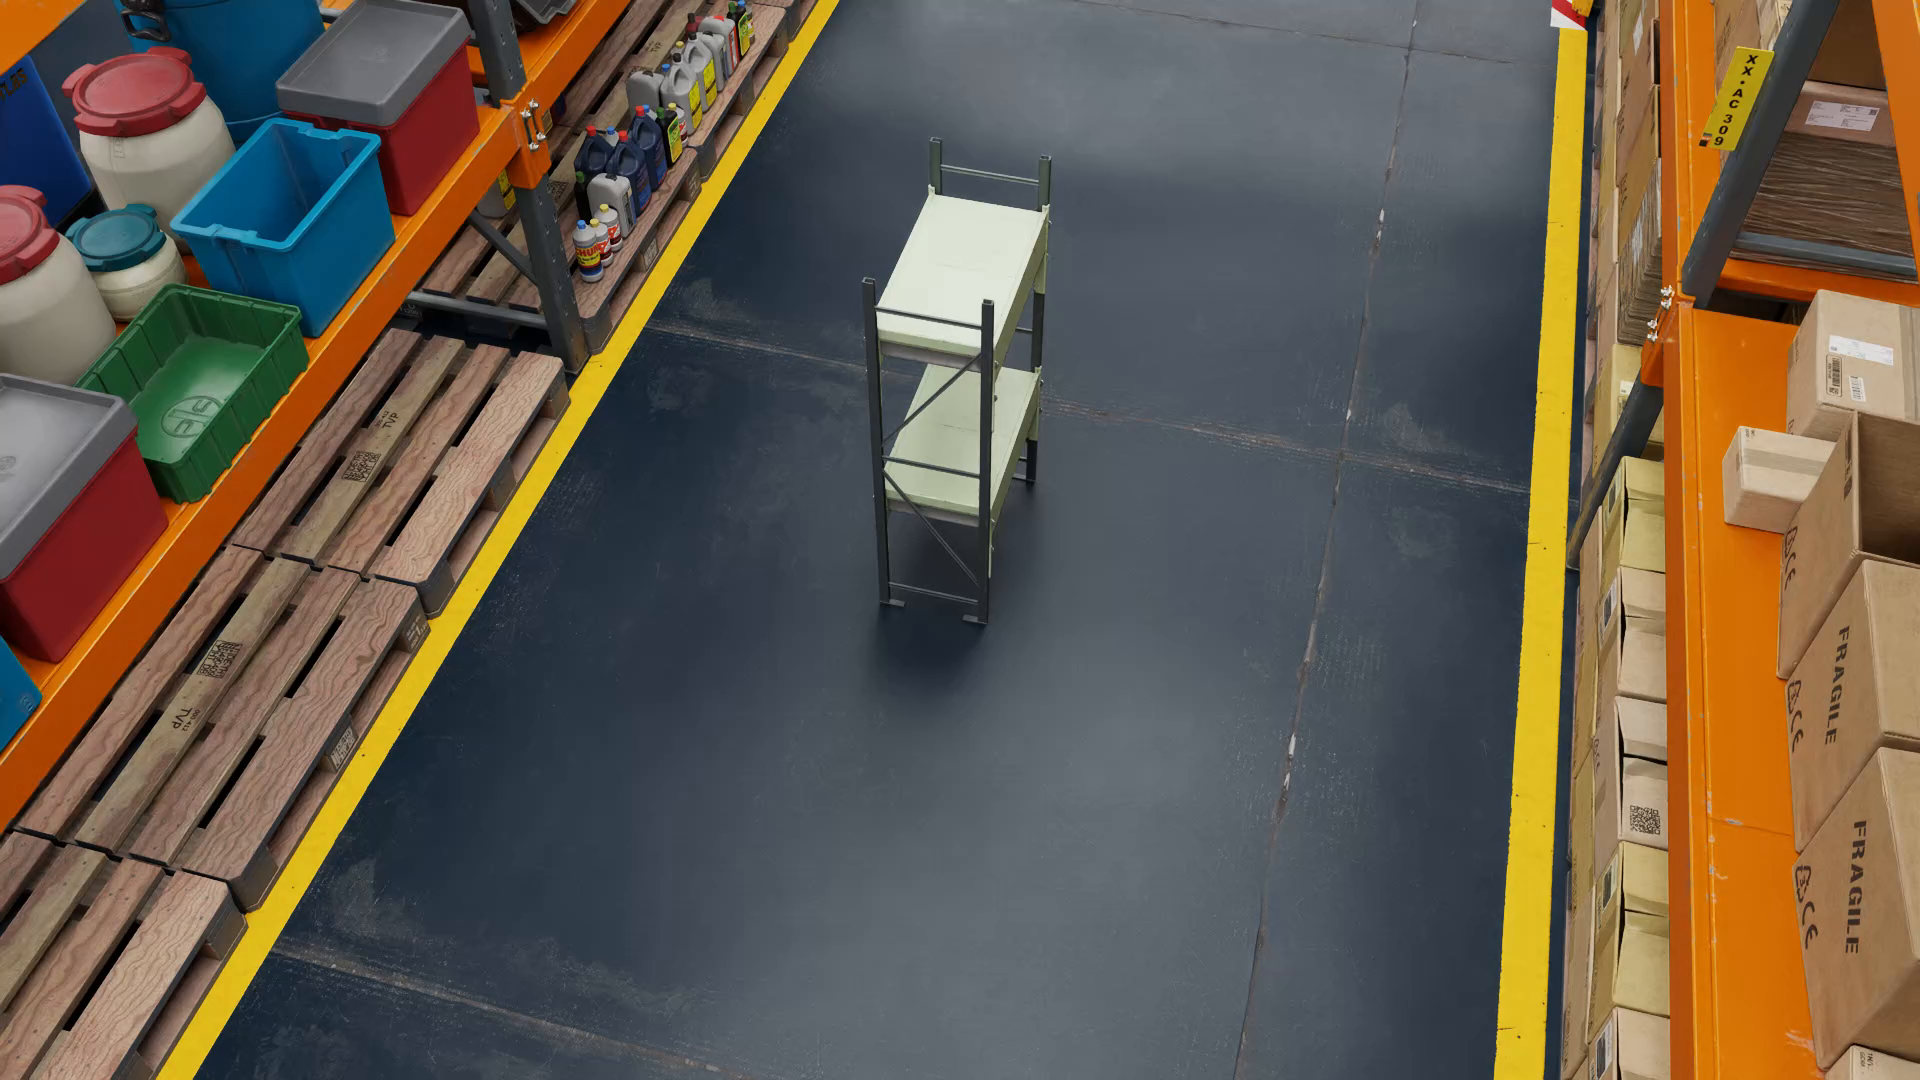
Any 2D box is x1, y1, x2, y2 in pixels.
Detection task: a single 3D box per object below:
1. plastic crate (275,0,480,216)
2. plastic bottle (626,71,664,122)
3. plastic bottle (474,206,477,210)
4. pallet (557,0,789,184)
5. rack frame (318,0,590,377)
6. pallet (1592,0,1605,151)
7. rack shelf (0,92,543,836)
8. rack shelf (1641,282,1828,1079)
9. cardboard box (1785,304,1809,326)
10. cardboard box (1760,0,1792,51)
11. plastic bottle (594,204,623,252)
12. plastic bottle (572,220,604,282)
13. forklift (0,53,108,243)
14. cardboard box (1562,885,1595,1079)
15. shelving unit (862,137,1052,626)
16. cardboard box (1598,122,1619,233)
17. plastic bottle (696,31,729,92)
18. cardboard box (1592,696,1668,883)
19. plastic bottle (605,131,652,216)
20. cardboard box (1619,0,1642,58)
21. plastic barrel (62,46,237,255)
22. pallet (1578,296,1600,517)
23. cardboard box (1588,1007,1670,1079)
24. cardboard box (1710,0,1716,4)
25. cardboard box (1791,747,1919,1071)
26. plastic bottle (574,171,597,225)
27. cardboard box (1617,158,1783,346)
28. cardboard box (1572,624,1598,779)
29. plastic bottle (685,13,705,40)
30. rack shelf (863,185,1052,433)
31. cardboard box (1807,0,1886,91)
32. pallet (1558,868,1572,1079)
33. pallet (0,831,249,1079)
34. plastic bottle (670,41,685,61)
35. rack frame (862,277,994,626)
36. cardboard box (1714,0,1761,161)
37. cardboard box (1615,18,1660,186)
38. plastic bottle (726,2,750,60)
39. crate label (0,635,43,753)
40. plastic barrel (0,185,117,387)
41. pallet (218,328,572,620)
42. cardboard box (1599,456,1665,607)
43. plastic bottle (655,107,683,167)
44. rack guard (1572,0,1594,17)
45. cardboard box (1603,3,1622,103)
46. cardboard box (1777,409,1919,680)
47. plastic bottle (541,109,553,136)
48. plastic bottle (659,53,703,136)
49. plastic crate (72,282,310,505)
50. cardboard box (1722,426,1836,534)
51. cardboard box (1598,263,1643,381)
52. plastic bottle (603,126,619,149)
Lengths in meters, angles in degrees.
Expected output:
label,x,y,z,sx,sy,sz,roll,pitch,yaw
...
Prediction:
label,x,y,z,sx,sy,sz,roll,pitch,yaw
plastic crate,-1.872,-1.419,5.459,0.402,0.464,0.583,12,50,10
plastic bottle,-1.415,-2.010,7.546,0.152,0.276,0.135,12,50,10
plastic bottle,-2.148,-1.600,7.135,0.144,0.351,0.185,10,49,9
pallet,-1.504,-2.249,8.094,1.003,0.211,1.213,12,50,10
rack frame,-2.040,-1.809,5.846,1.000,3.000,0.127,12,50,10
pallet,3.630,-2.238,8.084,1.003,0.211,1.213,12,50,10
rack shelf,-2.566,-0.124,4.839,1.077,0.370,4.000,12,50,10
rack shelf,2.212,0.856,3.973,1.077,0.370,4.000,12,50,10
cardboard box,3.162,-0.579,5.814,0.500,0.500,0.500,12,50,10
cardboard box,2.670,-1.494,5.068,0.380,0.149,0.250,11,49,9
plastic bottle,-1.479,-1.319,6.987,0.097,0.201,0.097,0,49,0
plastic bottle,-1.533,-1.195,6.831,0.097,0.271,0.097,0,49,0
forklift,-4.623,-1.340,5.477,1.130,2.935,3.031,12,50,10
cardboard box,1.989,1.298,4.658,0.500,0.250,0.500,12,50,11
shelving unit,0.002,-0.501,5.692,0.431,1.500,0.755,12,50,10
cardboard box,3.039,-1.522,7.147,0.500,0.250,0.500,12,50,10
plastic bottle,-1.177,-2.254,7.762,0.152,0.276,0.135,10,49,9
cardboard box,2.117,0.742,4.774,0.500,0.311,0.500,10,49,9
plastic bottle,-1.427,-1.580,7.117,0.144,0.351,0.185,13,50,11
cardboard box,3.305,-2.493,7.503,0.500,0.500,0.500,12,50,10
plastic barrel,-2.503,-1.205,5.222,0.433,0.535,0.433,0,49,0
pallet,2.988,-0.473,6.526,1.003,0.211,1.213,12,50,10
cardboard box,1.852,1.481,4.122,0.500,0.311,0.500,11,50,10
cardboard box,3.251,-2.299,6.212,0.700,0.500,0.500,13,50,11
cardboard box,2.111,0.815,3.463,0.500,0.500,0.500,9,49,8
plastic bottle,-1.577,-1.459,7.055,0.061,0.283,0.133,12,50,10
cardboard box,2.792,-1.044,6.224,0.500,0.500,0.500,12,50,10
cardboard box,2.257,0.555,5.314,0.500,0.250,0.500,13,50,11
plastic bottle,-1.243,-2.377,7.866,0.061,0.283,0.133,12,50,10
rack shelf,0.002,-0.759,5.399,0.431,0.370,0.720,12,50,10
cardboard box,2.849,-1.613,4.741,0.700,0.500,0.500,12,50,10
pallet,2.263,1.520,4.768,1.003,0.211,1.213,12,50,10
pallet,-2.851,1.455,4.825,1.003,0.211,1.213,12,50,10
plastic bottle,-1.302,-2.240,7.800,0.097,0.201,0.097,0,49,0
rack frame,-0.095,-0.236,5.458,0.400,1.500,0.023,12,50,10
cardboard box,2.981,-1.566,5.565,0.700,0.500,0.500,11,50,10
cardboard box,3.038,-1.770,6.866,0.500,0.500,0.500,12,50,10
plastic bottle,-1.061,-2.446,7.926,0.061,0.283,0.133,13,50,11
crate label,-2.570,0.408,3.866,0.502,0.435,0.616,12,50,10
plastic barrel,-2.696,-0.674,4.754,0.433,0.535,0.433,0,49,0
pallet,-2.209,-0.310,6.383,1.003,0.211,1.213,12,50,10
cardboard box,2.389,0.007,5.423,0.500,0.311,0.500,12,50,10
plastic bottle,-1.294,-1.805,7.361,0.061,0.283,0.133,14,50,12
rack guard,3.797,-2.912,8.487,1.175,0.500,0.348,12,50,10
cardboard box,3.307,-2.244,7.784,0.500,0.250,0.500,12,50,10
cardboard box,2.381,0.072,4.119,0.500,0.500,0.500,15,50,13
plastic bottle,-1.907,-1.949,7.488,0.061,0.283,0.133,12,50,10
plastic bottle,-1.265,-2.024,7.509,0.144,0.351,0.185,11,50,10
plastic crate,-2.226,-0.423,4.764,0.450,0.188,0.662,12,50,10
cardboard box,2.308,-0.145,4.545,0.380,0.149,0.250,12,50,10
cardboard box,2.790,-0.796,6.506,0.500,0.250,0.500,12,50,10
plastic bottle,-1.505,-1.682,7.260,0.097,0.271,0.097,0,49,0
